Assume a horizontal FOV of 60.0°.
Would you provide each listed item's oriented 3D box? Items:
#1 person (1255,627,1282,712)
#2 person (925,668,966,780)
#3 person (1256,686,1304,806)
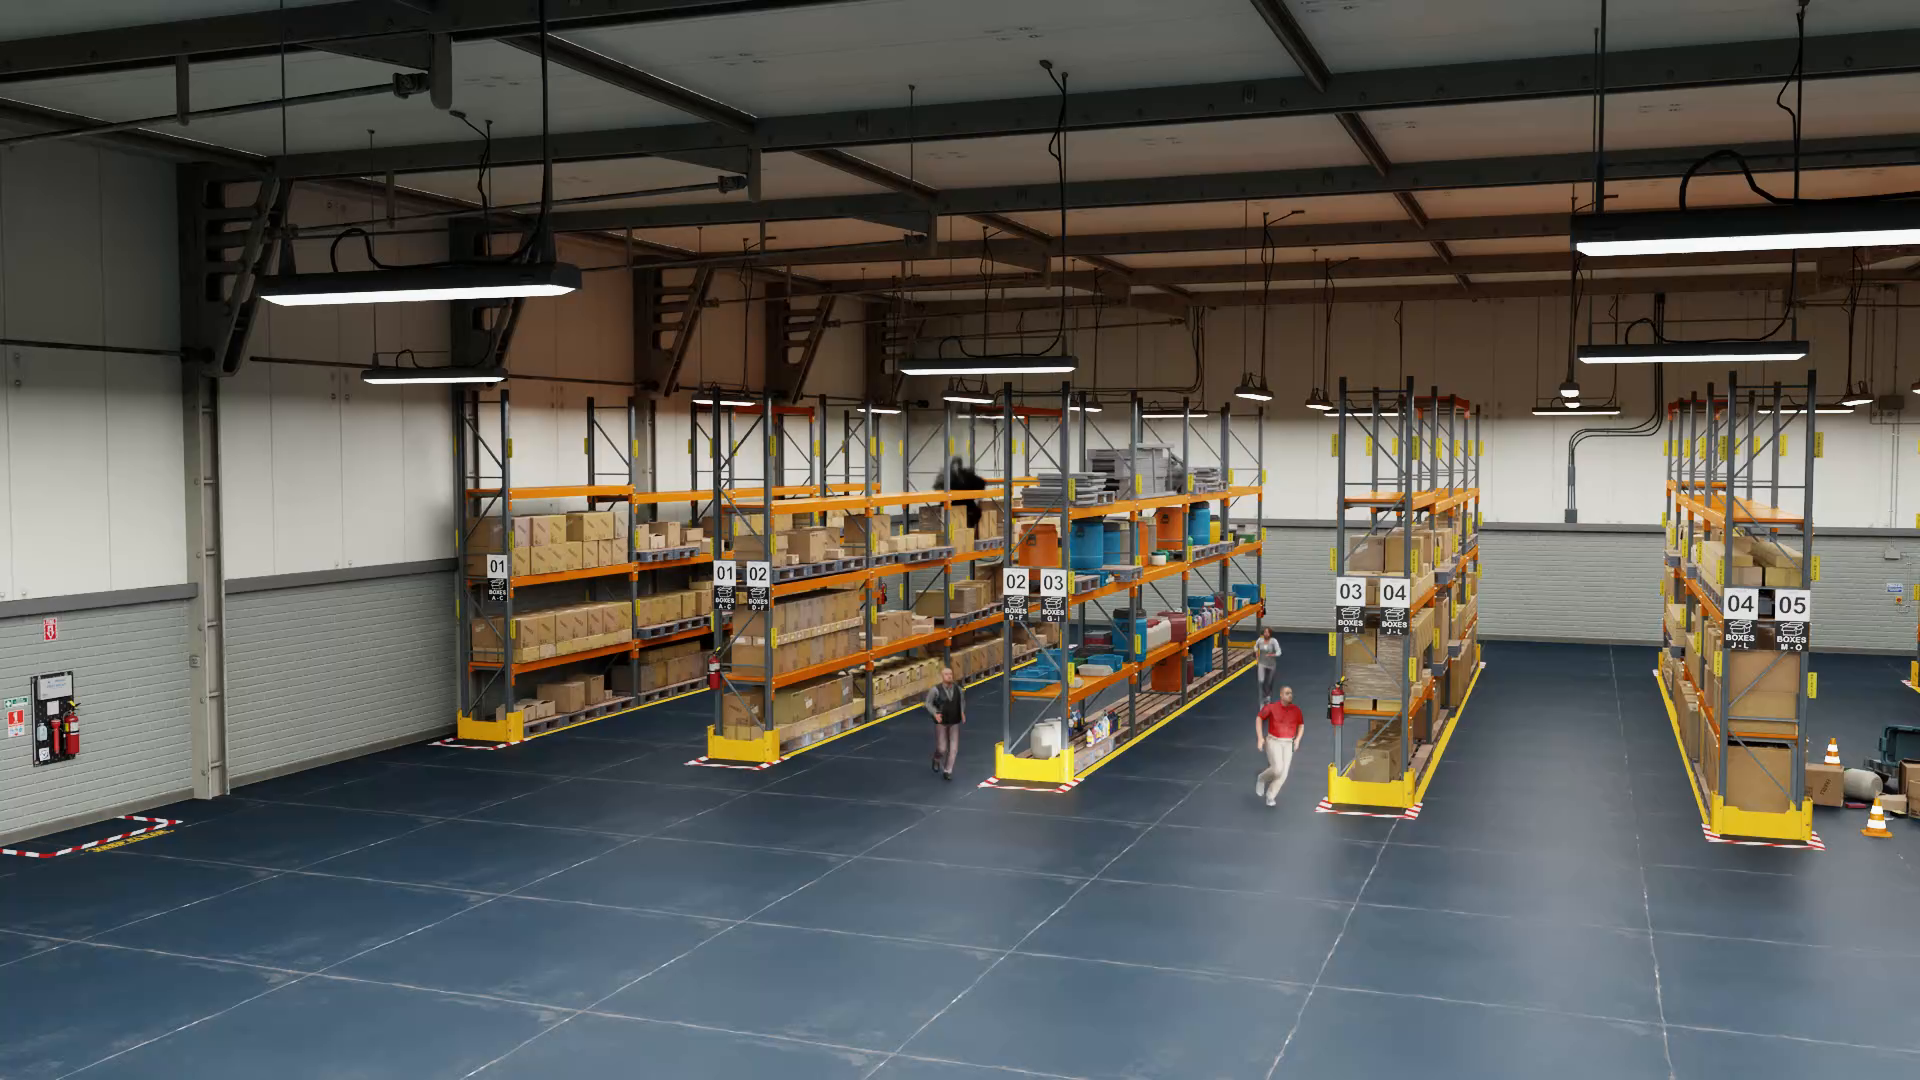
[{"bbox_3d":[5.895,2.462,31.838,0.507,1.634,0.898,1,3,10],"label":"person"},{"bbox_3d":[-0.200,2.775,25.177,0.646,1.677,0.580,-1,3,-18],"label":"person"},{"bbox_3d":[4.536,2.889,23.383,0.696,1.650,0.542,-1,3,-12],"label":"person"}]
